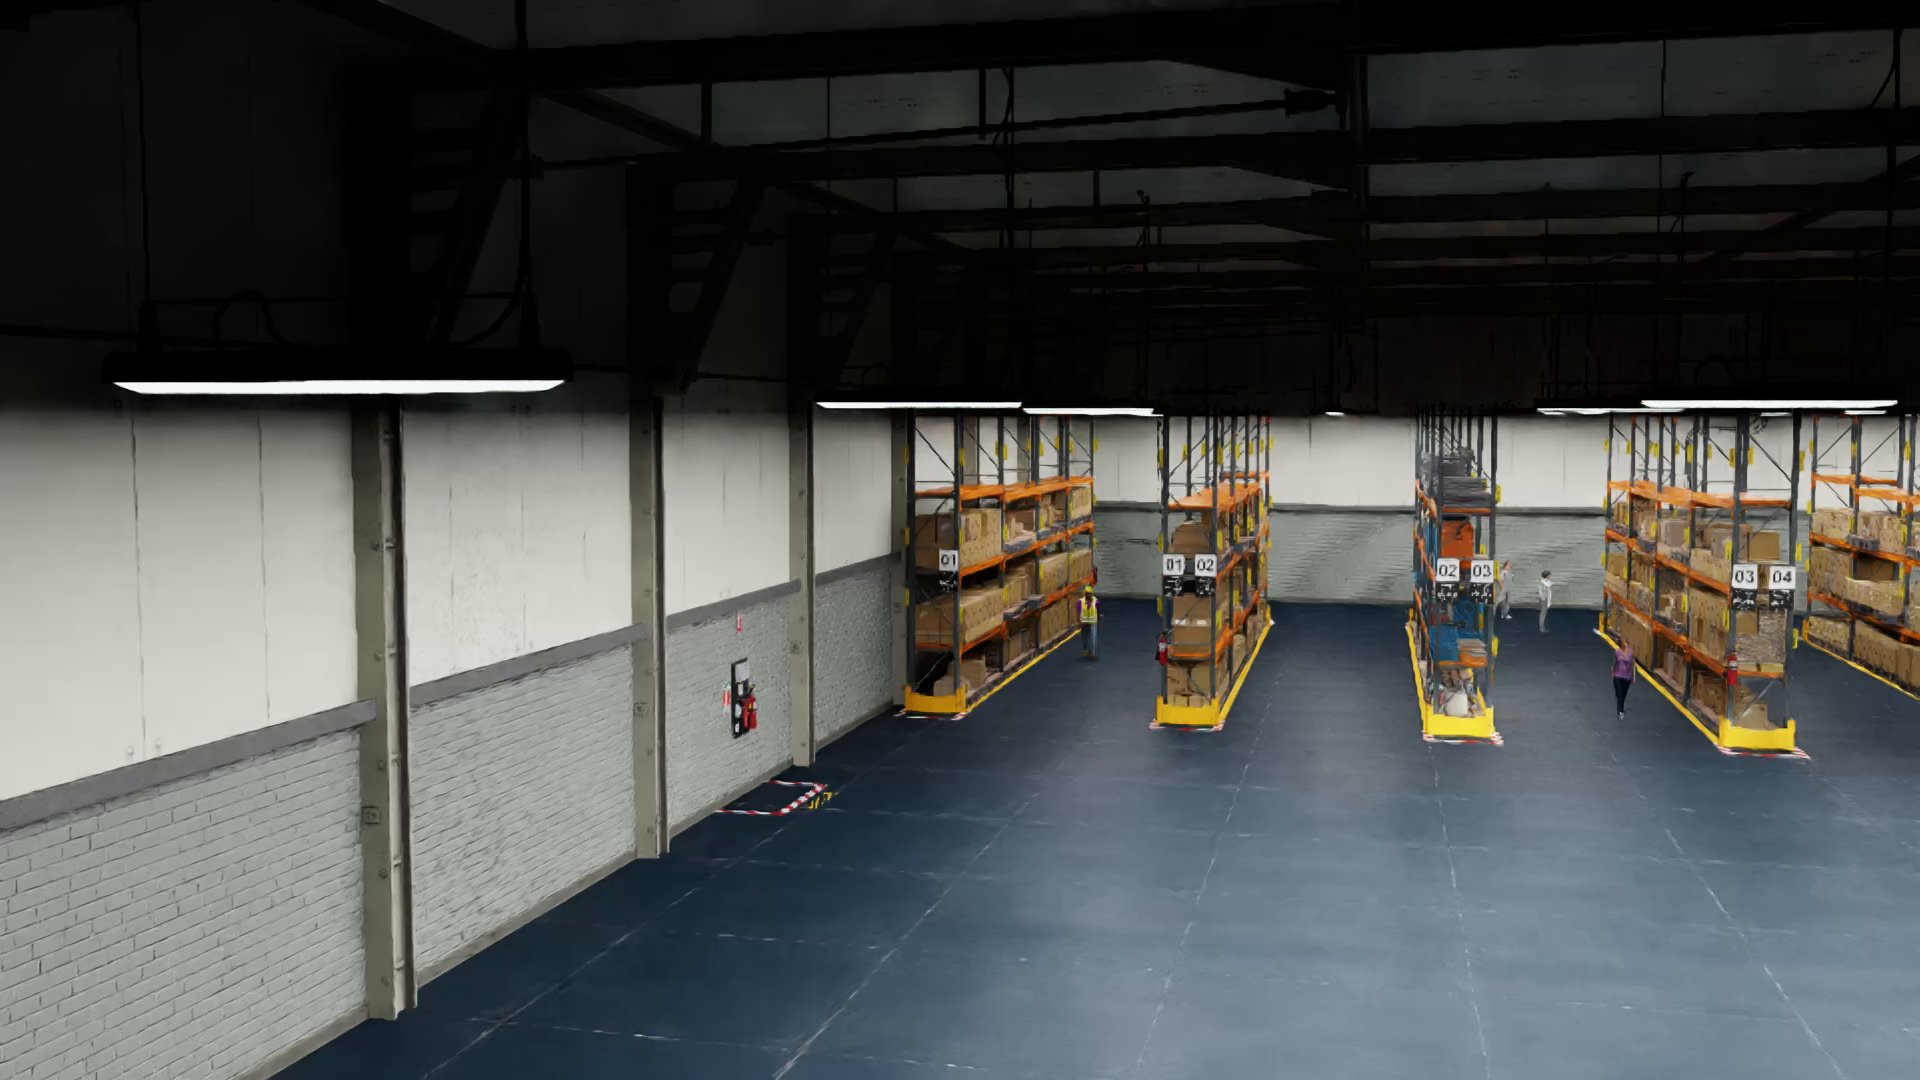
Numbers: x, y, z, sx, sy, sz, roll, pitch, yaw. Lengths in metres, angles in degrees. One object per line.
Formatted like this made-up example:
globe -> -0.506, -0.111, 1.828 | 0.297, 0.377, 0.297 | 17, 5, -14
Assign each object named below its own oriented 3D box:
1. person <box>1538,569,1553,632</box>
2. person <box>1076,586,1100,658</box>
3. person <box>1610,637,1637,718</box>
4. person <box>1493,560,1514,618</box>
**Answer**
person -> 15.718, 1.617, 44.659 | 0.360, 1.686, 0.608 | 0, 4, 5
person -> 3.077, 1.957, 39.890 | 0.571, 1.708, 1.033 | 0, 4, 6
person -> 12.756, 2.618, 31.955 | 0.430, 1.540, 0.949 | 1, 4, 13
person -> 15.571, 1.415, 47.811 | 0.643, 1.660, 0.497 | -2, 5, -28
